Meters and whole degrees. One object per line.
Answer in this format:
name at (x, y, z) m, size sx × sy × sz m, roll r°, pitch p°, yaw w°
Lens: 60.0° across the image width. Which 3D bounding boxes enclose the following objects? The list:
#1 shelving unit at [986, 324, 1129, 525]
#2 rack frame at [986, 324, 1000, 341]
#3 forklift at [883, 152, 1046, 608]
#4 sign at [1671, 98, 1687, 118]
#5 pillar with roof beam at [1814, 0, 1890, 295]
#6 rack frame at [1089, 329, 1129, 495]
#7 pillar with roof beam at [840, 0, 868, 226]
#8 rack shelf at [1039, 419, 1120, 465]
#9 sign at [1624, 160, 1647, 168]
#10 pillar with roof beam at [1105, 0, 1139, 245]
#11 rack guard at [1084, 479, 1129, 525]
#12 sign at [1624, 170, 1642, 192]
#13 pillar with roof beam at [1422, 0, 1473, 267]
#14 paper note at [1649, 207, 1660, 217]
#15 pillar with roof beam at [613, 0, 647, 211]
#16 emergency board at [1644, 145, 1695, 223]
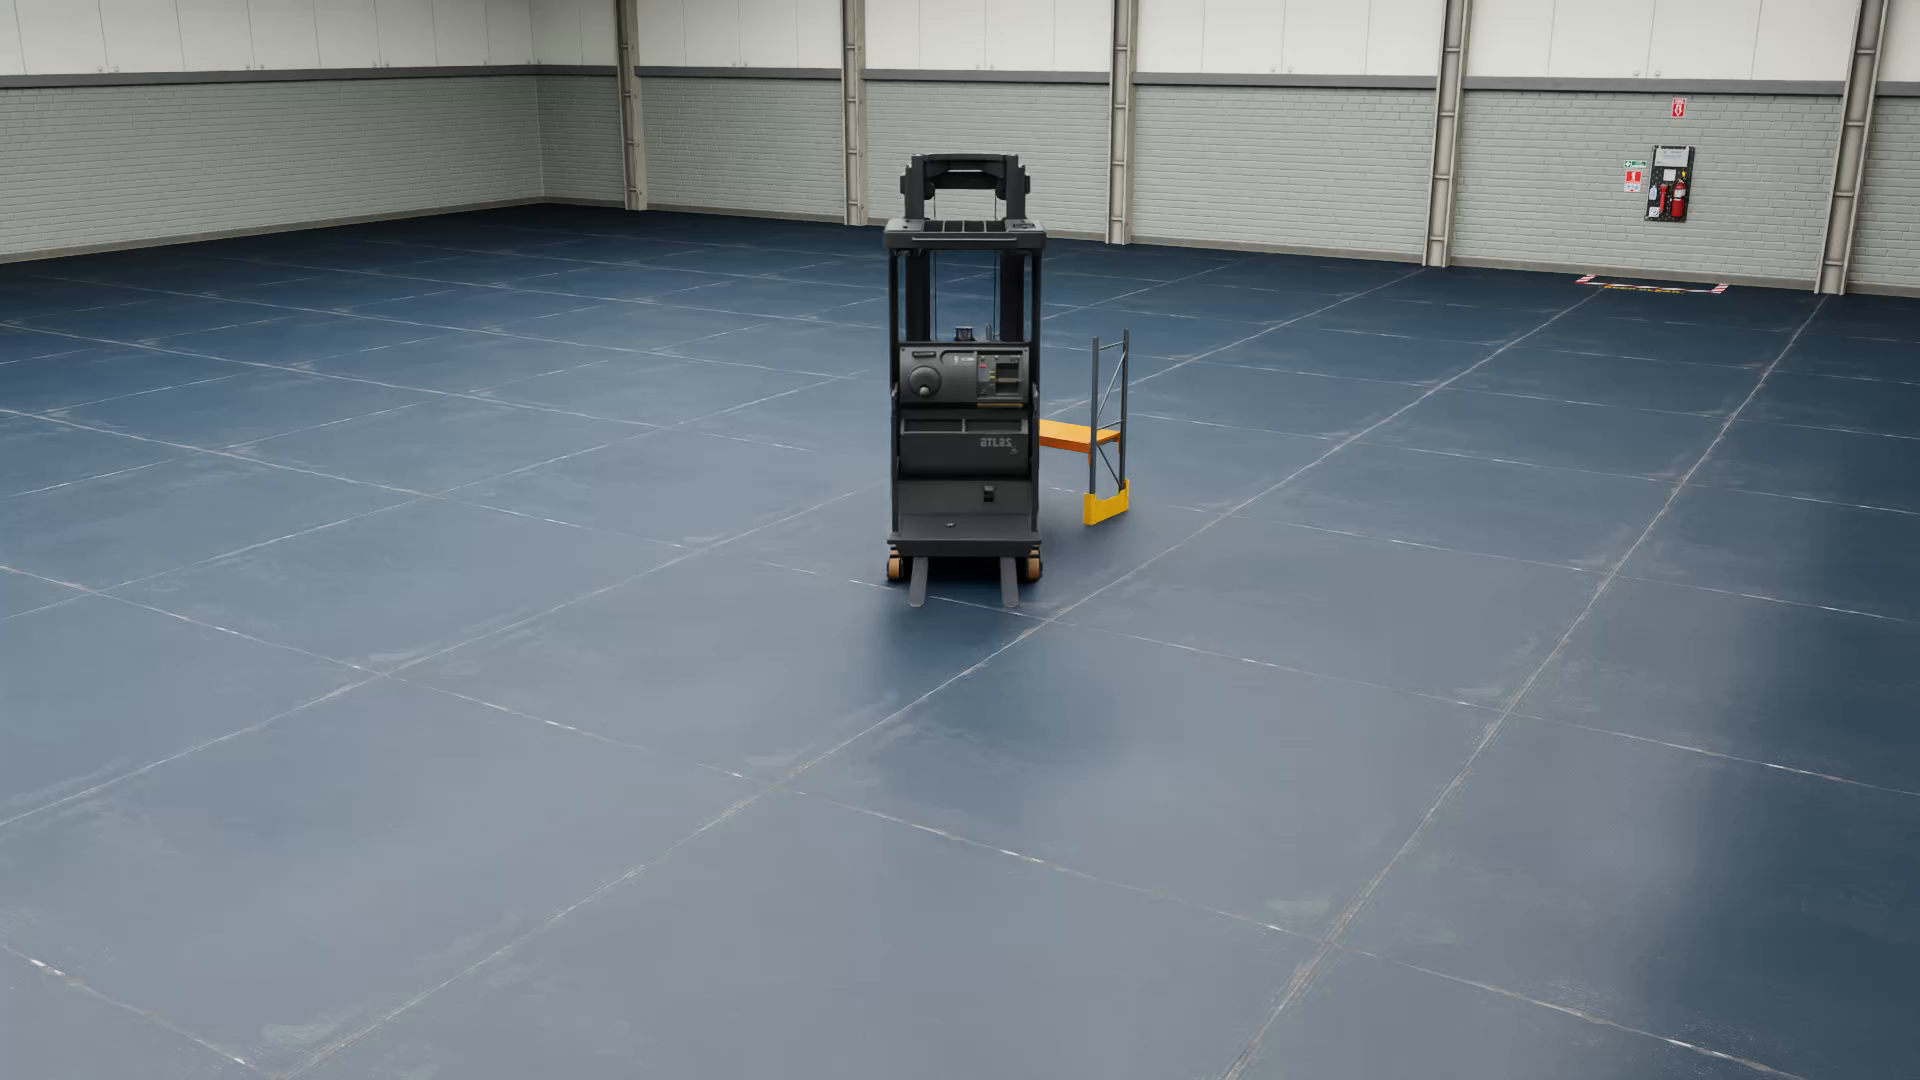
shelving unit at (0.789, -0.997, 13.584) m, size 1.083 × 1.500 × 0.587 m, roll 12°, pitch 21°, yaw 35°
rack frame at (0.372, -1.086, 13.877) m, size 0.032 × 1.500 × 0.500 m, roll 12°, pitch 21°, yaw 35°
forklift at (0.033, -1.199, 11.785) m, size 1.130 × 2.935 × 3.031 m, roll 0°, pitch 17°, yaw 0°
sign at (11.163, -6.713, 25.830) m, size 0.199 × 0.298 × 0.001 m, roll 10°, pitch 20°, yaw 30°
pillar with roof beam at (10.951, -6.996, 20.431) m, size 0.400 × 9.000 × 9.100 m, roll 10°, pitch 20°, yaw 30°
rack frame at (1.191, -0.911, 13.300) m, size 0.032 × 1.500 × 0.500 m, roll 12°, pitch 21°, yaw 35°
pillar with roof beam at (-4.387, -9.734, 29.445) m, size 0.400 × 9.000 × 9.100 m, roll 10°, pitch 20°, yaw 30°
rack shelf at (0.781, -0.827, 13.641) m, size 1.000 × 0.185 × 0.538 m, roll 12°, pitch 21°, yaw 35°
sign at (10.700, -5.955, 26.351) m, size 0.331 × 0.109 × 0.001 m, roll 10°, pitch 20°, yaw 30°
pillar with roof beam at (0.726, -8.822, 26.440) m, size 0.400 × 9.000 × 9.100 m, roll 10°, pitch 20°, yaw 30°
rack guard at (1.190, -0.313, 13.483) m, size 0.087 × 0.250 × 0.587 m, roll 12°, pitch 21°, yaw 35°
sign at (10.701, -5.704, 26.438) m, size 0.234 × 0.329 × 0.001 m, roll 10°, pitch 20°, yaw 30°
pillar with roof beam at (5.838, -7.909, 23.436) m, size 0.400 × 9.000 × 9.100 m, roll 10°, pitch 20°, yaw 30°
paper note at (11.003, -5.200, 26.355) m, size 0.142 × 0.148 × 0.016 m, roll 10°, pitch 20°, yaw 30°
pillar with roof beam at (-9.500, -10.647, 32.449) m, size 0.400 × 9.000 × 9.100 m, roll 10°, pitch 20°, yaw 30°
emergency board at (11.118, -5.577, 26.082) m, size 0.643 × 1.169 × 0.194 m, roll 10°, pitch 20°, yaw 30°
